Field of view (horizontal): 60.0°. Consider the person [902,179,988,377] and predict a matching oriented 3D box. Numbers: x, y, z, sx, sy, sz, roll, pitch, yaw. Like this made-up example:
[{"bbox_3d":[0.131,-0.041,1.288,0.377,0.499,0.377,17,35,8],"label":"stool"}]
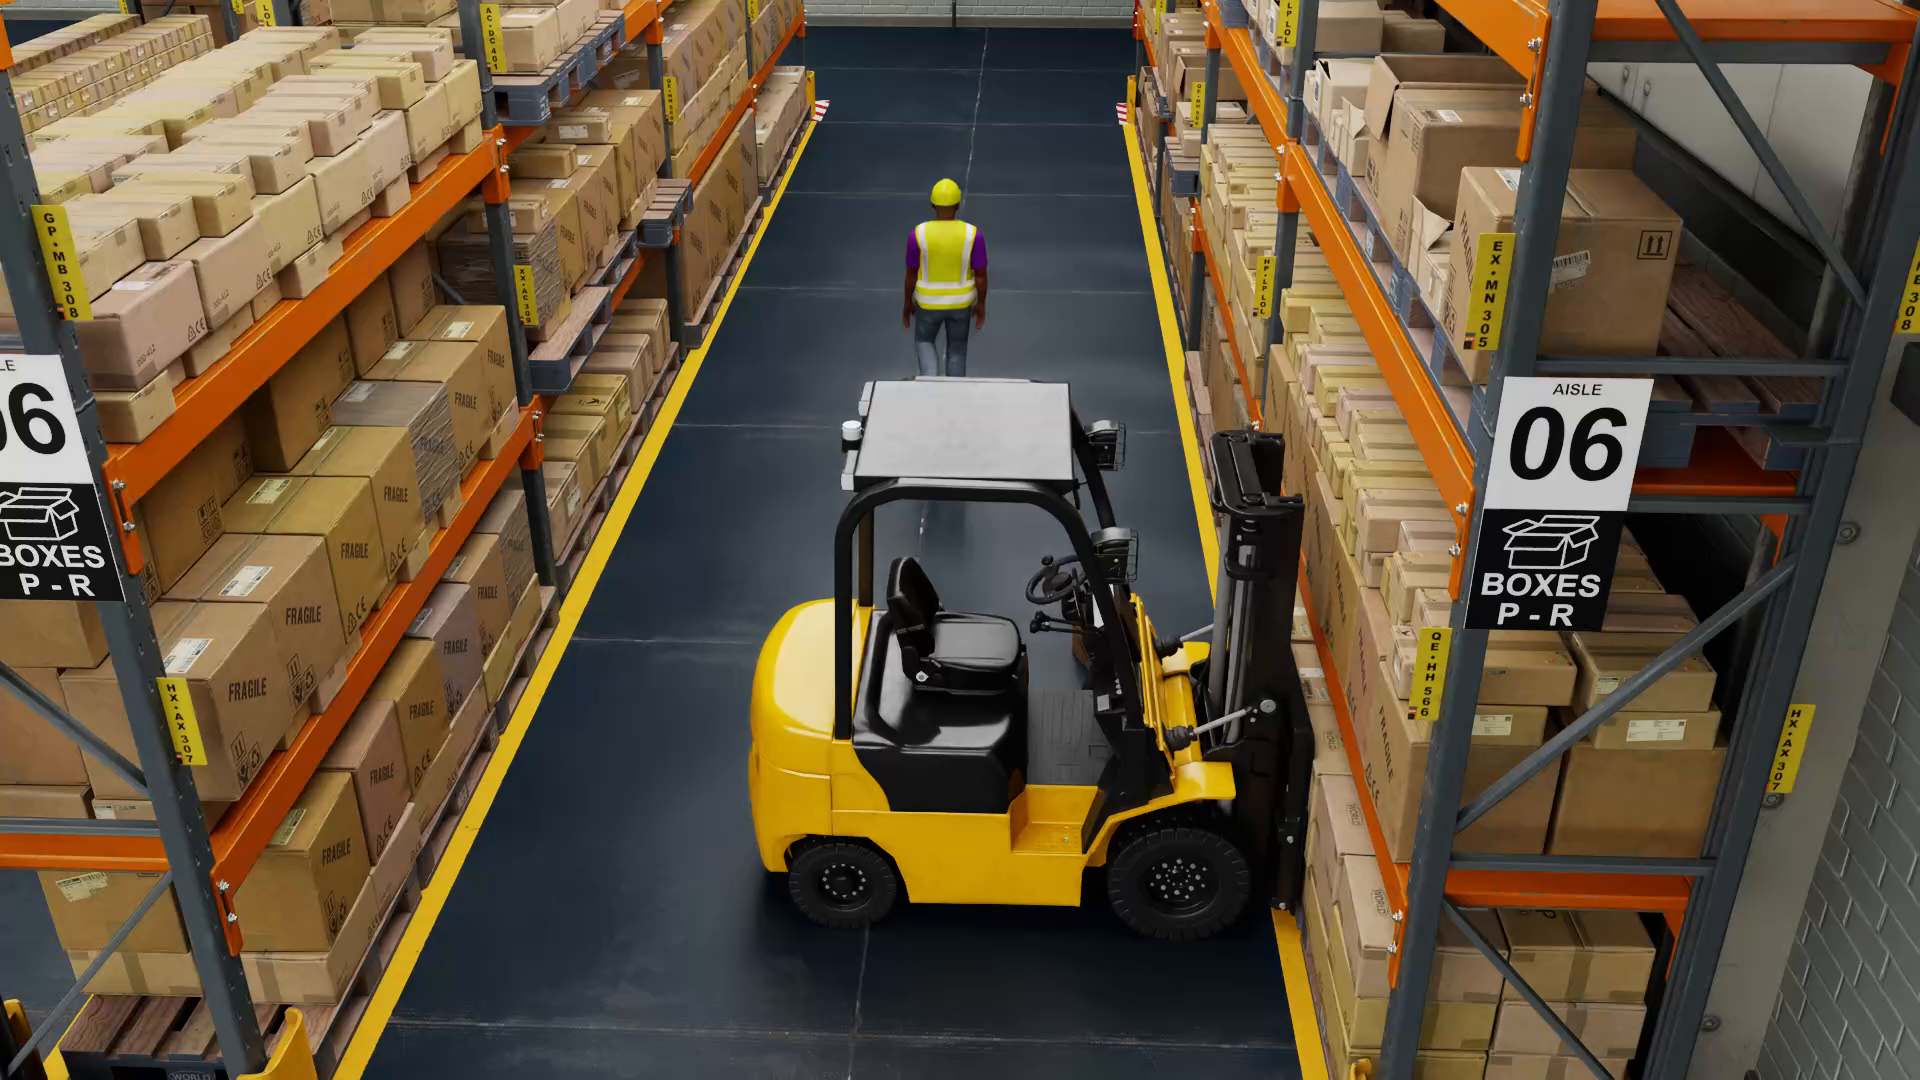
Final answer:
[{"bbox_3d":[-0.108,-1.678,11.712,0.602,1.756,0.483,0,28,0],"label":"person"}]
